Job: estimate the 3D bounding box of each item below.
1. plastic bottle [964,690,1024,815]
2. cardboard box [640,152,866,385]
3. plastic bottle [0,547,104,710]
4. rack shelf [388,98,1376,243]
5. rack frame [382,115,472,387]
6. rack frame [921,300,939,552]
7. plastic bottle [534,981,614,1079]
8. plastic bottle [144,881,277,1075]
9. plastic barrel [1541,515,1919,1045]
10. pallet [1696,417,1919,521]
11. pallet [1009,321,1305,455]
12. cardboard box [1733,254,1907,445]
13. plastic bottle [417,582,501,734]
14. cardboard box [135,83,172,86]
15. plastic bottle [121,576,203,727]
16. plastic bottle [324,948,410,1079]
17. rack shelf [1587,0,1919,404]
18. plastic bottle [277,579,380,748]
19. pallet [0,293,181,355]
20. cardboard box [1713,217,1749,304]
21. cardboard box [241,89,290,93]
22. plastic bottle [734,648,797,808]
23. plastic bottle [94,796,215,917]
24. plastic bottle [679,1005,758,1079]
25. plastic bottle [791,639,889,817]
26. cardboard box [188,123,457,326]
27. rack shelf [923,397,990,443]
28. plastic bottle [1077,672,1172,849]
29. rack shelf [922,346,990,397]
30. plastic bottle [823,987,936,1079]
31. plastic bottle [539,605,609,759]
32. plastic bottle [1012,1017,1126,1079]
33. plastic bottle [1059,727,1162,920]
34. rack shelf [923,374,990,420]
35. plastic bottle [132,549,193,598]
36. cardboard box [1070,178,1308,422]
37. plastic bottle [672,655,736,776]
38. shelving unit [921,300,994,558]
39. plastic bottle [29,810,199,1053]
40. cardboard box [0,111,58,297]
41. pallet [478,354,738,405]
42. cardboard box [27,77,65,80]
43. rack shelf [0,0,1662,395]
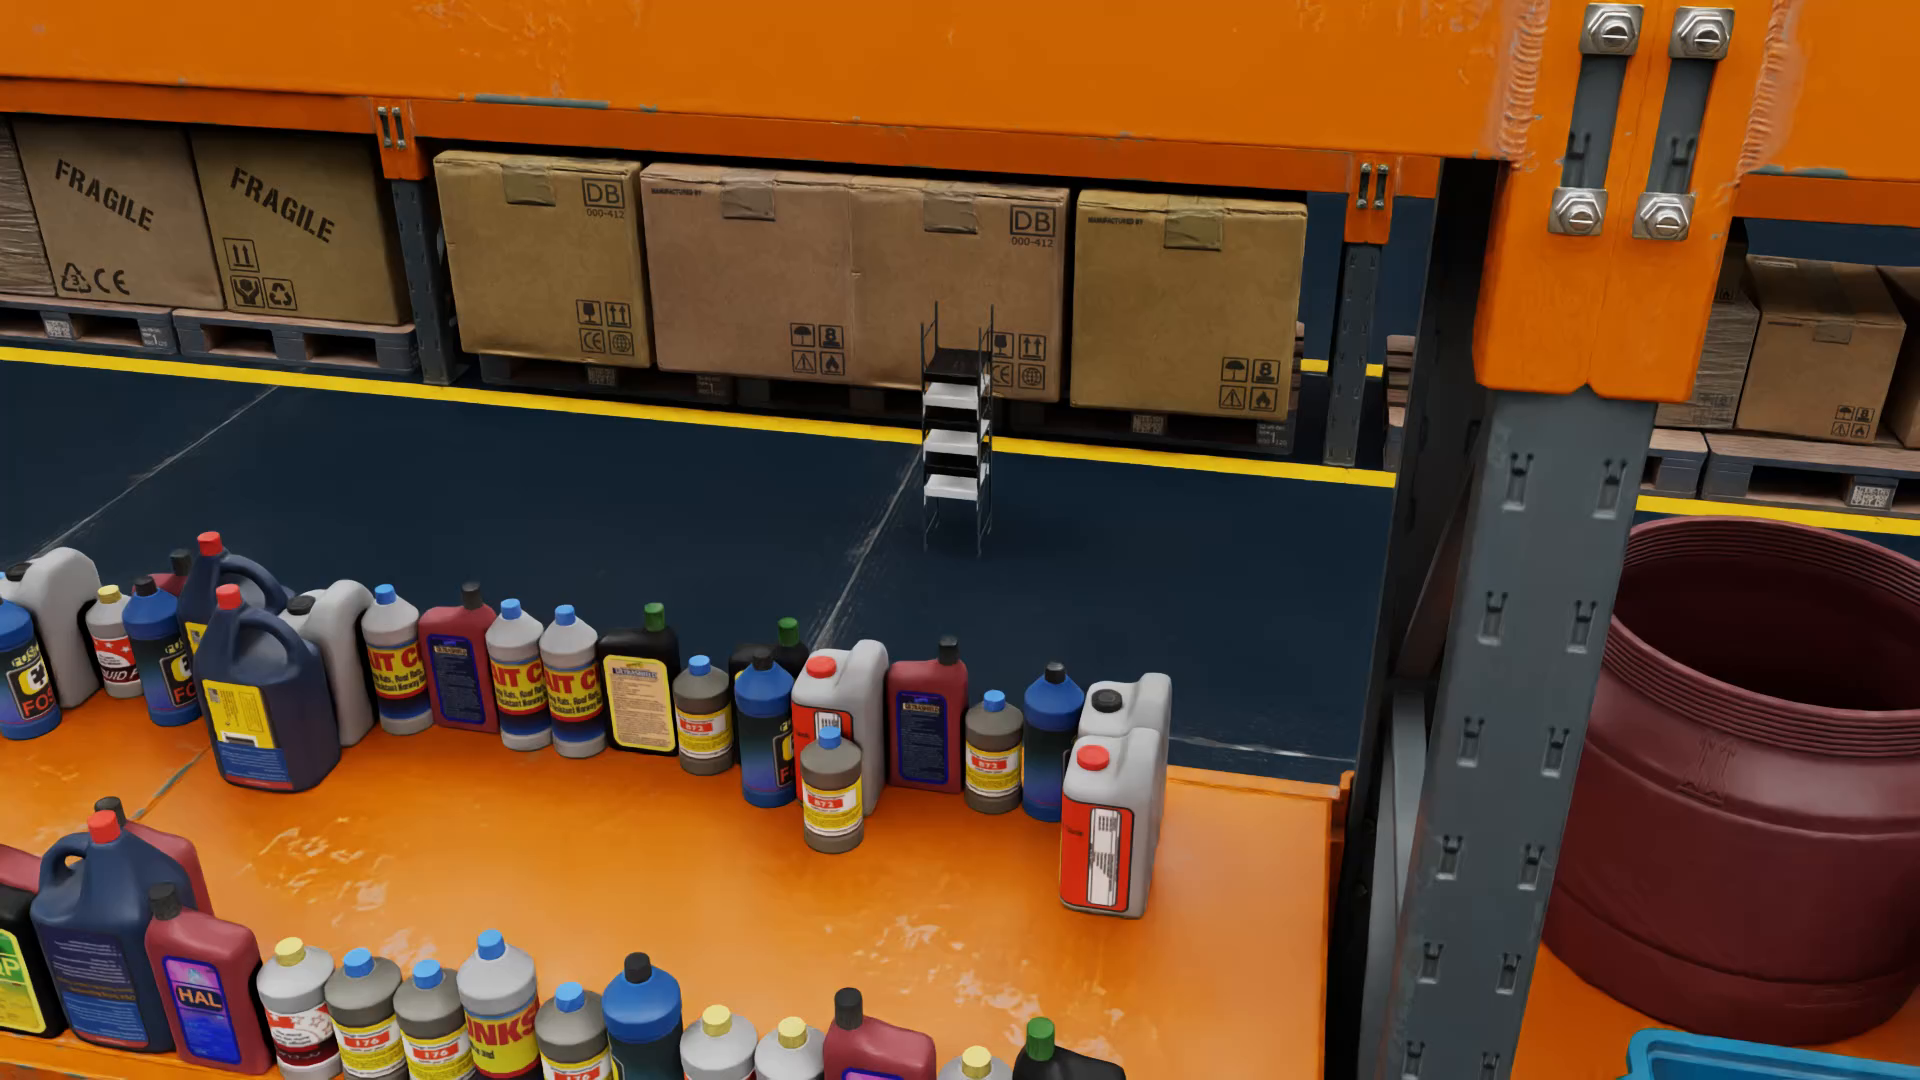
[{"bbox_3d":[0.055,0.338,2.716,0.097,0.201,0.097,0,29,0],"label":"plastic bottle"},{"bbox_3d":[-0.760,-1.355,7.377,0.875,0.875,1.225,5,29,9],"label":"cardboard box"},{"bbox_3d":[-1.636,0.145,2.990,0.135,0.276,0.152,6,29,11],"label":"plastic bottle"},{"bbox_3d":[-0.308,-1.731,7.037,4.000,0.370,1.077,6,29,11],"label":"rack shelf"},{"bbox_3d":[-2.264,-2.247,7.230,0.127,3.000,1.000,6,29,11],"label":"rack frame"},{"bbox_3d":[-0.107,-0.406,6.054,0.006,0.900,0.240,6,29,11],"label":"rack frame"},{"bbox_3d":[-0.491,0.655,2.137,0.097,0.201,0.097,0,29,0],"label":"plastic bottle"},{"bbox_3d":[-0.989,0.577,2.194,0.133,0.283,0.061,6,29,11],"label":"plastic bottle"},{"bbox_3d":[1.131,0.325,2.391,0.708,0.536,0.600,6,29,11],"label":"plastic barrel"},{"bbox_3d":[3.601,-0.420,6.797,1.213,0.211,1.003,6,29,11],"label":"pallet"},{"bbox_3d":[0.893,-0.737,7.376,1.213,0.211,1.003,6,29,11],"label":"pallet"},{"bbox_3d":[3.408,-0.781,6.698,0.500,0.500,0.700,8,30,15],"label":"cardboard box"},{"bbox_3d":[-0.863,0.199,2.884,0.133,0.283,0.061,6,29,11],"label":"plastic bottle"},{"bbox_3d":[-3.385,-2.091,7.207,0.250,0.149,0.380,6,29,12],"label":"cardboard box"},{"bbox_3d":[-1.399,0.188,2.917,0.097,0.271,0.097,0,29,0],"label":"plastic bottle"},{"bbox_3d":[-0.777,0.626,2.191,0.097,0.201,0.097,0,29,0],"label":"plastic bottle"},{"bbox_3d":[2.570,-0.319,1.335,4.000,0.370,1.077,6,29,11],"label":"rack shelf"},{"bbox_3d":[-1.098,0.201,2.889,0.135,0.276,0.152,6,29,11],"label":"plastic bottle"},{"bbox_3d":[-4.188,-1.258,8.328,1.213,0.211,1.003,6,29,11],"label":"pallet"},{"bbox_3d":[2.830,-1.170,6.627,0.500,0.250,0.500,9,30,16],"label":"cardboard box"},{"bbox_3d":[-2.883,-2.039,7.112,0.250,0.149,0.380,6,29,12],"label":"cardboard box"},{"bbox_3d":[-0.315,0.299,2.714,0.097,0.271,0.097,0,29,0],"label":"plastic bottle"},{"bbox_3d":[-1.139,0.491,2.352,0.133,0.283,0.061,6,29,11],"label":"plastic bottle"},{"bbox_3d":[-0.301,0.674,2.102,0.097,0.201,0.097,0,29,0],"label":"plastic bottle"},{"bbox_3d":[-0.194,0.293,2.720,0.135,0.276,0.152,6,29,11],"label":"plastic bottle"},{"bbox_3d":[-2.893,-1.603,7.829,0.875,0.875,0.875,6,29,11],"label":"cardboard box"},{"bbox_3d":[-0.008,-0.445,6.008,0.200,0.077,0.258,6,29,11],"label":"rack shelf"},{"bbox_3d":[0.258,0.340,2.635,0.135,0.276,0.152,6,29,11],"label":"plastic bottle"},{"bbox_3d":[-0.008,-0.603,5.922,0.200,0.077,0.258,6,29,11],"label":"rack shelf"},{"bbox_3d":[-0.097,0.668,2.027,0.133,0.283,0.061,6,29,11],"label":"plastic bottle"},{"bbox_3d":[-0.658,0.234,2.832,0.097,0.271,0.097,0,29,0],"label":"plastic bottle"},{"bbox_3d":[0.129,0.691,1.985,0.133,0.283,0.061,6,29,11],"label":"plastic bottle"},{"bbox_3d":[0.226,0.411,2.505,0.135,0.276,0.152,6,29,11],"label":"plastic bottle"},{"bbox_3d":[-0.008,-0.524,5.965,0.200,0.077,0.258,6,29,11],"label":"rack shelf"},{"bbox_3d":[-1.401,0.144,2.985,0.133,0.283,0.061,6,29,11],"label":"plastic bottle"},{"bbox_3d":[0.977,-1.177,7.051,0.875,0.875,1.225,5,29,8],"label":"cardboard box"},{"bbox_3d":[-0.433,0.288,2.807,0.097,0.201,0.097,0,29,0],"label":"plastic bottle"},{"bbox_3d":[-0.008,-0.396,6.035,0.210,0.900,0.258,6,29,11],"label":"shelving unit"},{"bbox_3d":[-1.136,0.512,2.243,0.185,0.351,0.144,6,29,11],"label":"plastic bottle"},{"bbox_3d":[-4.643,-1.782,8.157,0.875,0.875,0.875,6,29,11],"label":"cardboard box"},{"bbox_3d":[-1.494,-0.982,7.823,1.213,0.211,1.003,6,29,11],"label":"pallet"},{"bbox_3d":[-3.887,-2.142,7.300,0.250,0.149,0.380,5,29,10],"label":"cardboard box"},{"bbox_3d":[-1.342,-0.720,2.068,4.000,0.370,1.077,6,29,11],"label":"rack shelf"}]
